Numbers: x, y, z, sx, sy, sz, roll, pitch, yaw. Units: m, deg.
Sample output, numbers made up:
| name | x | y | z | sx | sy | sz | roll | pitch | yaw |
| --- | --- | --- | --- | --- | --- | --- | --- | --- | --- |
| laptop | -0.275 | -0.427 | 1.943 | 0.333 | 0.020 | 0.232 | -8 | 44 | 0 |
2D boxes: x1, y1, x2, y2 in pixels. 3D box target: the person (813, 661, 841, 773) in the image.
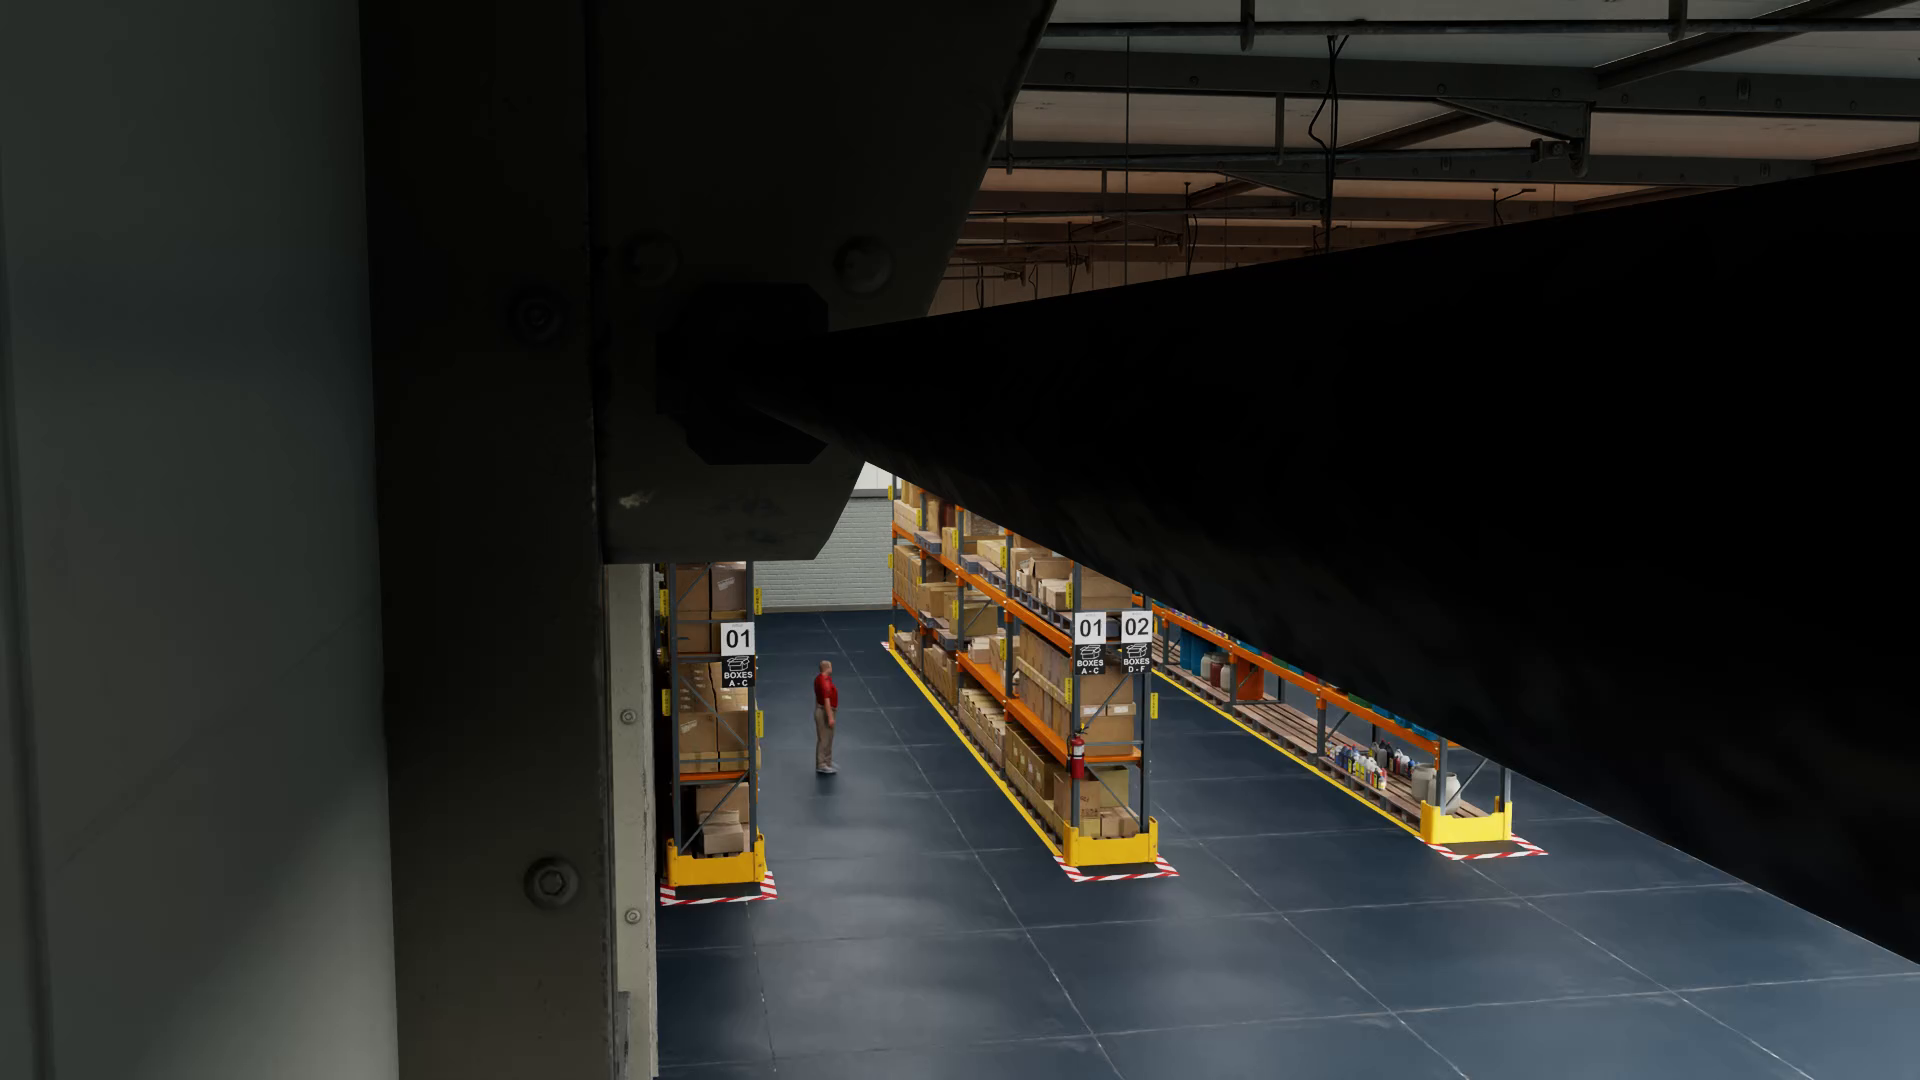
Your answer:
| name | x | y | z | sx | sy | sz | roll | pitch | yaw |
| --- | --- | --- | --- | --- | --- | --- | --- | --- | --- |
| person | -2.028 | 2.730 | 25.628 | 0.449 | 1.768 | 0.627 | -1 | 6 | -12 |
